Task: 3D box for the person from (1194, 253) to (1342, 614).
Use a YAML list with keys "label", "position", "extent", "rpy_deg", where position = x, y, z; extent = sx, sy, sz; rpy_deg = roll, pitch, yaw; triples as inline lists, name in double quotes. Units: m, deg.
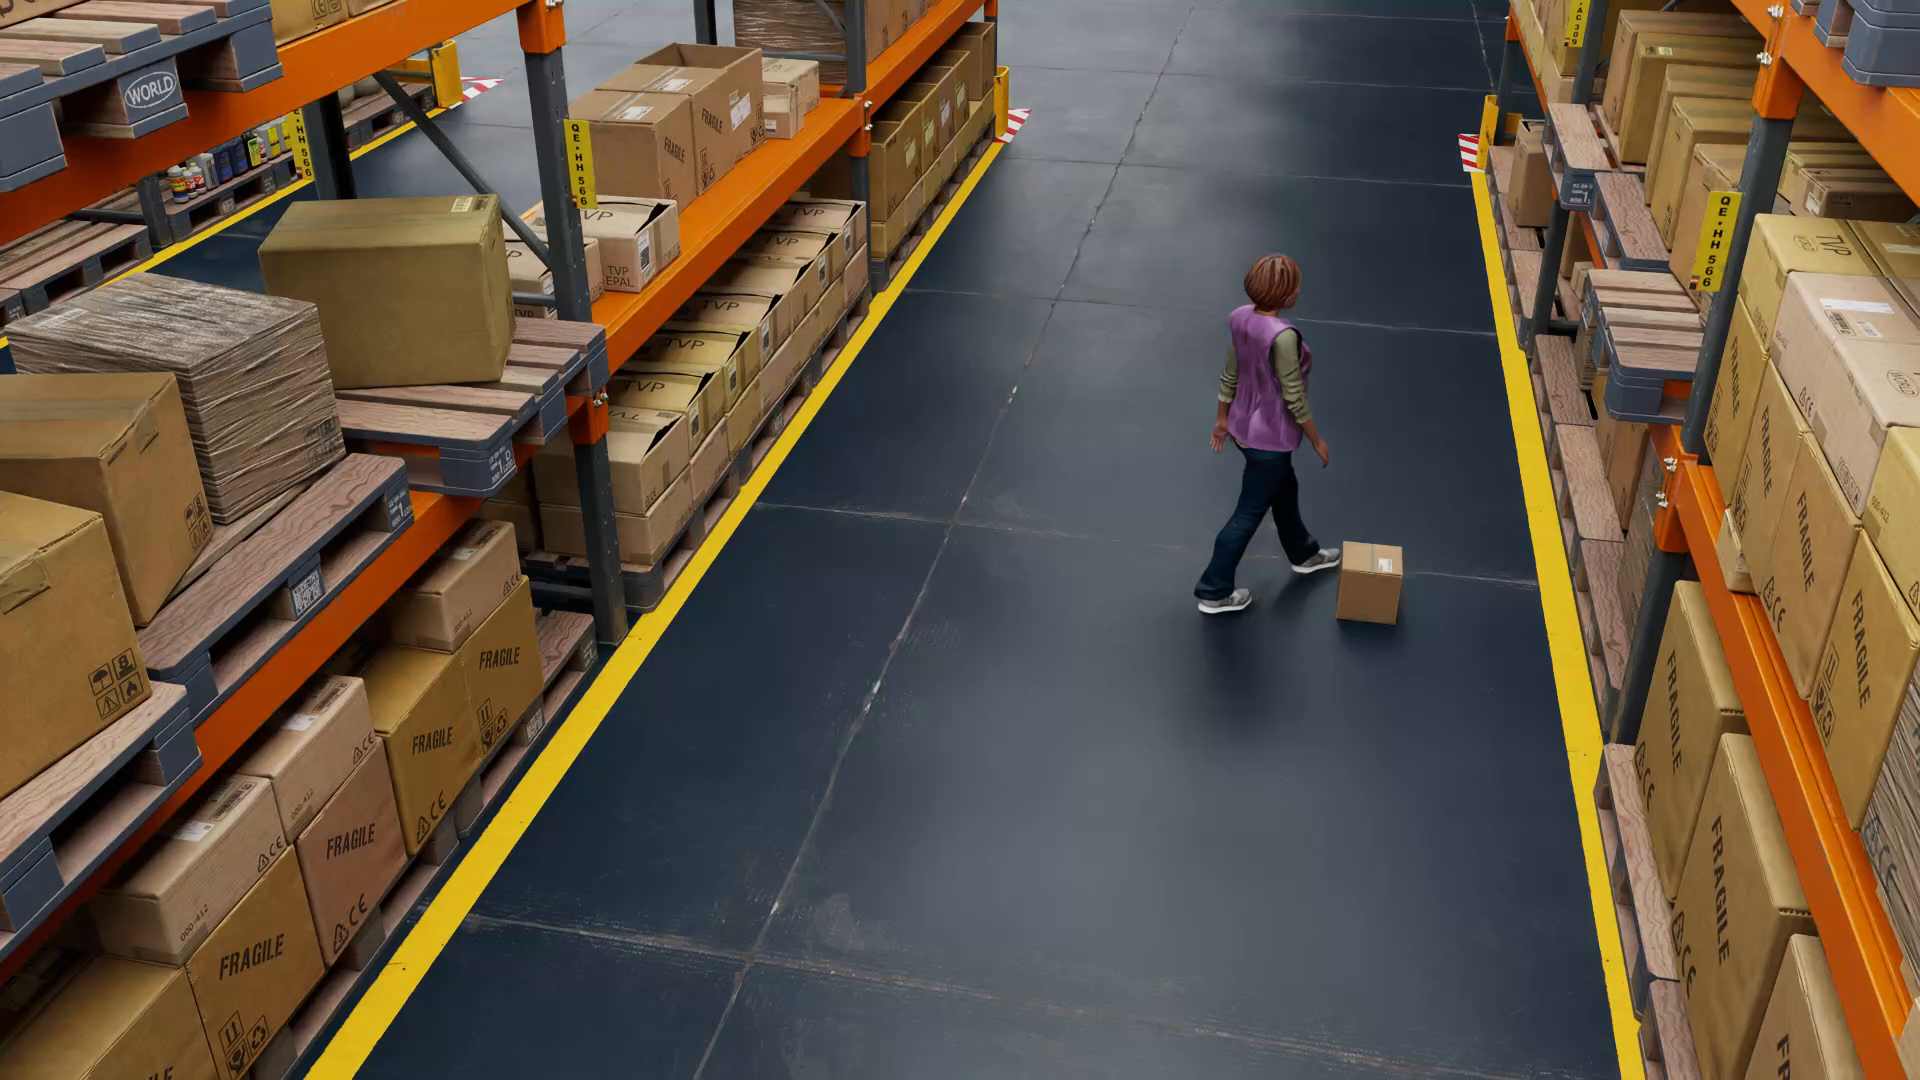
- label: "person"
  position: [1.380, -0.444, 6.933]
  extent: [0.808, 1.576, 0.461]
  rpy_deg: [-8, 30, -15]
